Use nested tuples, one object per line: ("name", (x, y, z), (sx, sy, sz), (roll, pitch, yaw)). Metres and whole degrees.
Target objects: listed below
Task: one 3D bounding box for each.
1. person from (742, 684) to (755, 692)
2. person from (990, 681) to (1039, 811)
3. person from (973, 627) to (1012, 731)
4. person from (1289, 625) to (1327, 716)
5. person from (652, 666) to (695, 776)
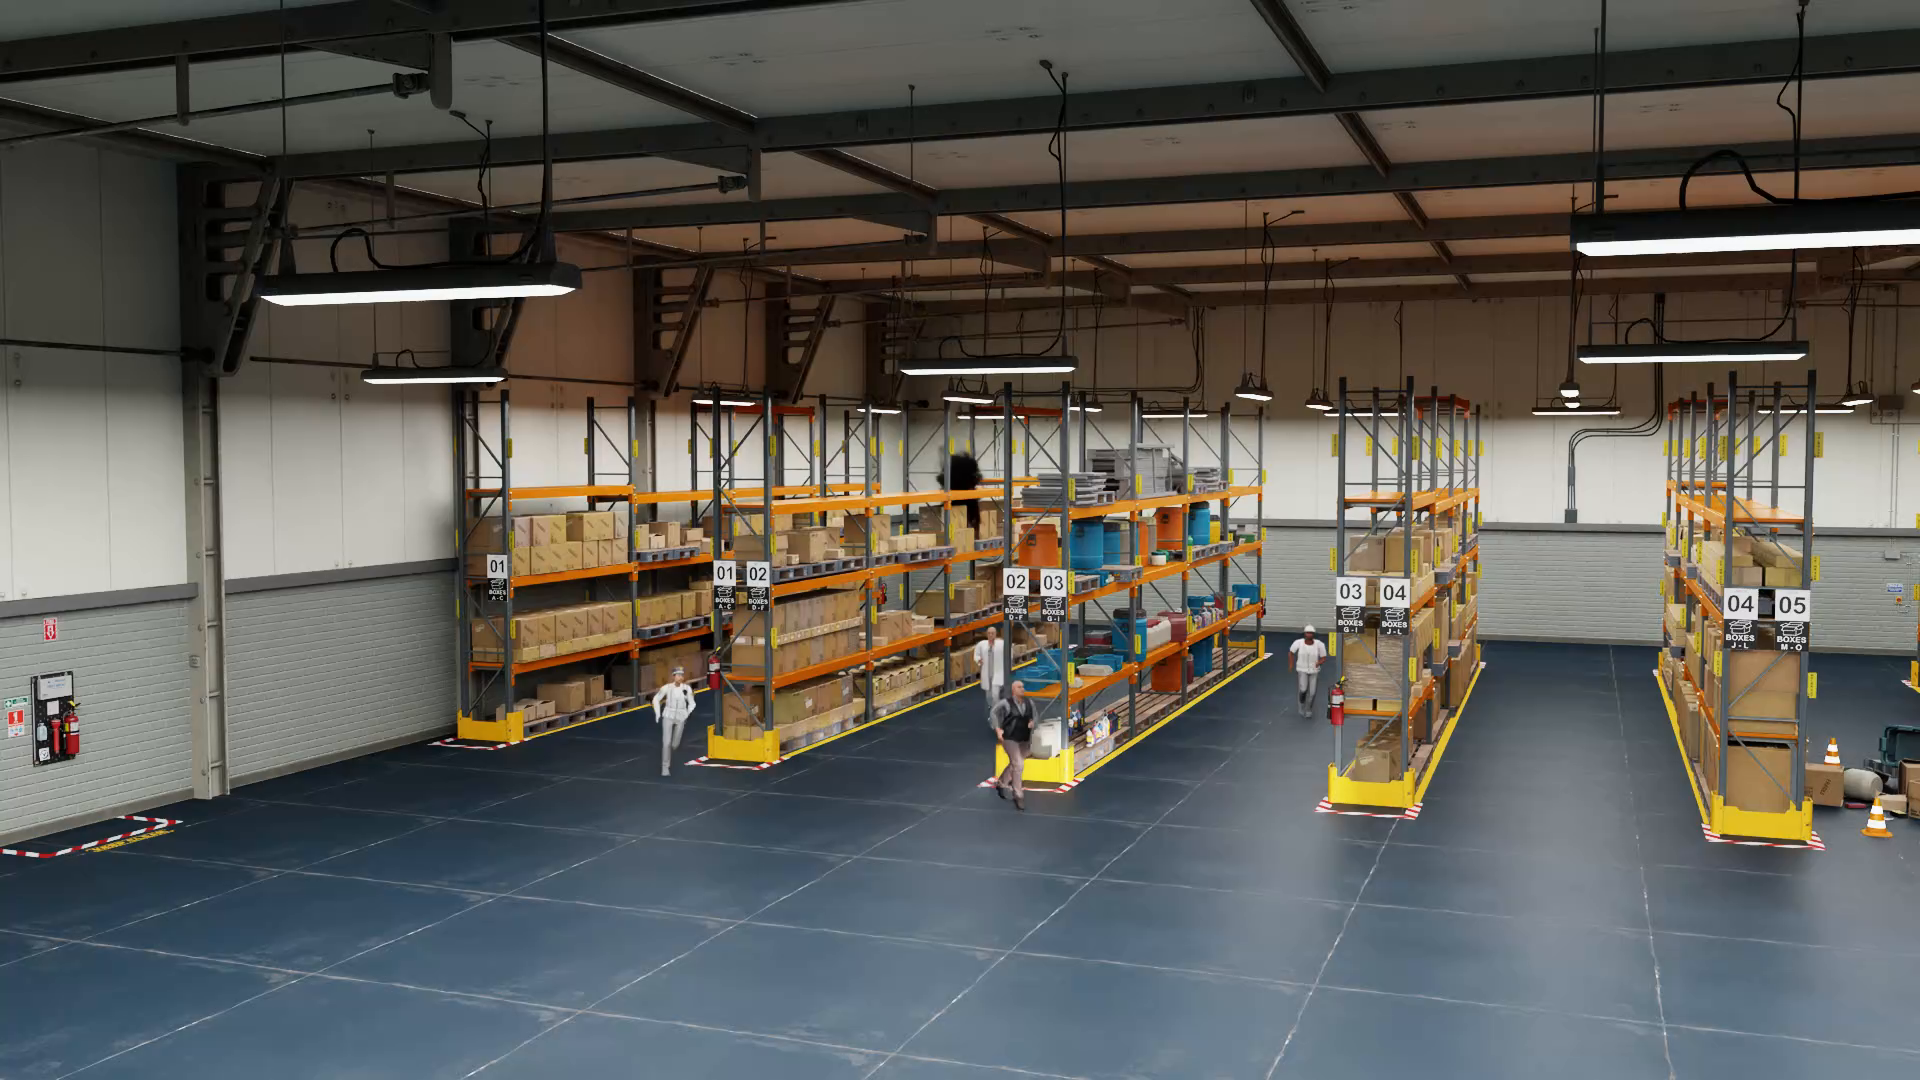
("person", (-3.834, 2.507, 30.305), (0.556, 1.710, 0.711), (1, 3, 18))
("person", (0.793, 2.842, 23.363), (0.652, 1.756, 0.846), (-2, 4, -36))
("person", (0.569, 2.514, 29.911), (0.636, 1.741, 0.936), (1, 3, 17))
("person", (6.433, 2.430, 30.750), (0.680, 1.716, 0.720), (0, 3, 8))
("person", (-4.437, 2.785, 25.807), (0.659, 1.676, 0.645), (-1, 3, -17))
